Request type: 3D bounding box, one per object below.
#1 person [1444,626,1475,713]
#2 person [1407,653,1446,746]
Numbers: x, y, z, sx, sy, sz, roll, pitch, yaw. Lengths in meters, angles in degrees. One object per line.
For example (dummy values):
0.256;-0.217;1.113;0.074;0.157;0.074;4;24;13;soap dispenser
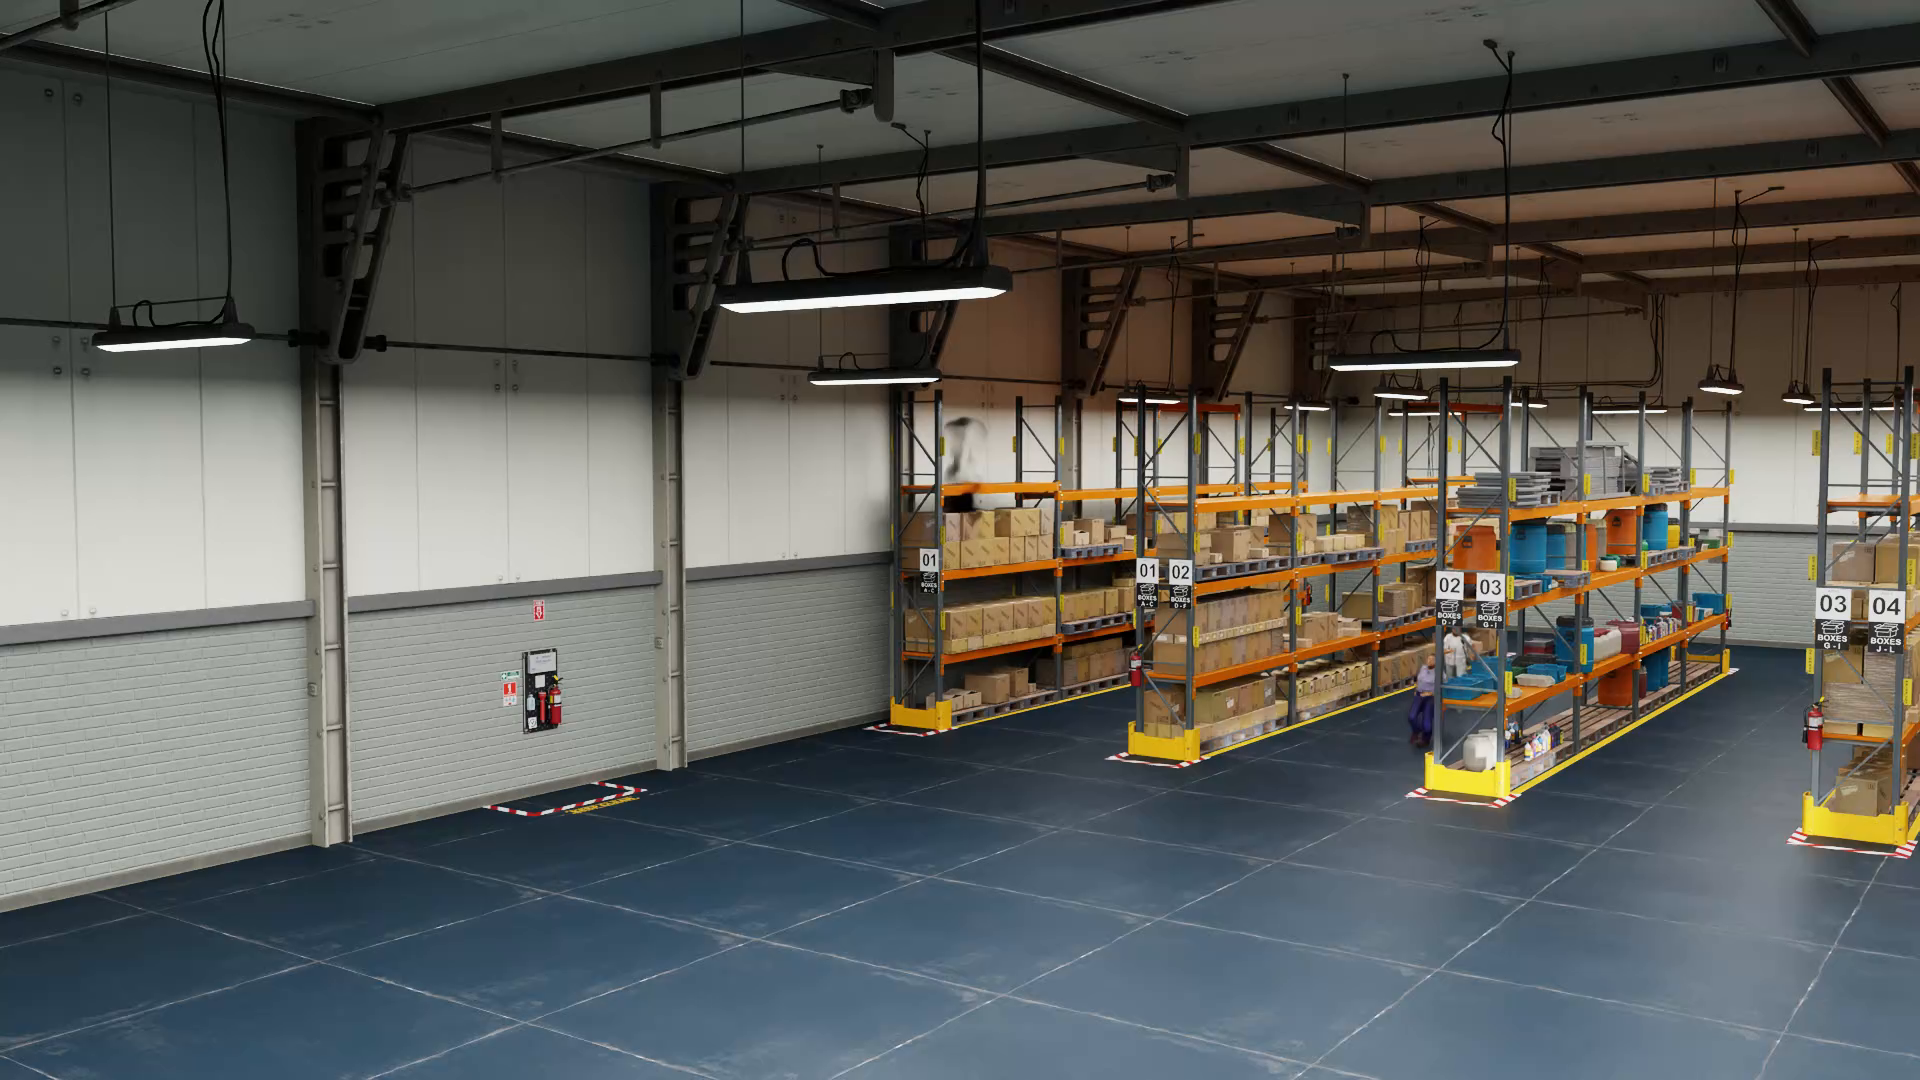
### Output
9.413;2.414;31.537;0.562;1.758;0.779;2;4;28;person
7.733;2.652;27.541;0.670;1.581;0.568;3;4;42;person
